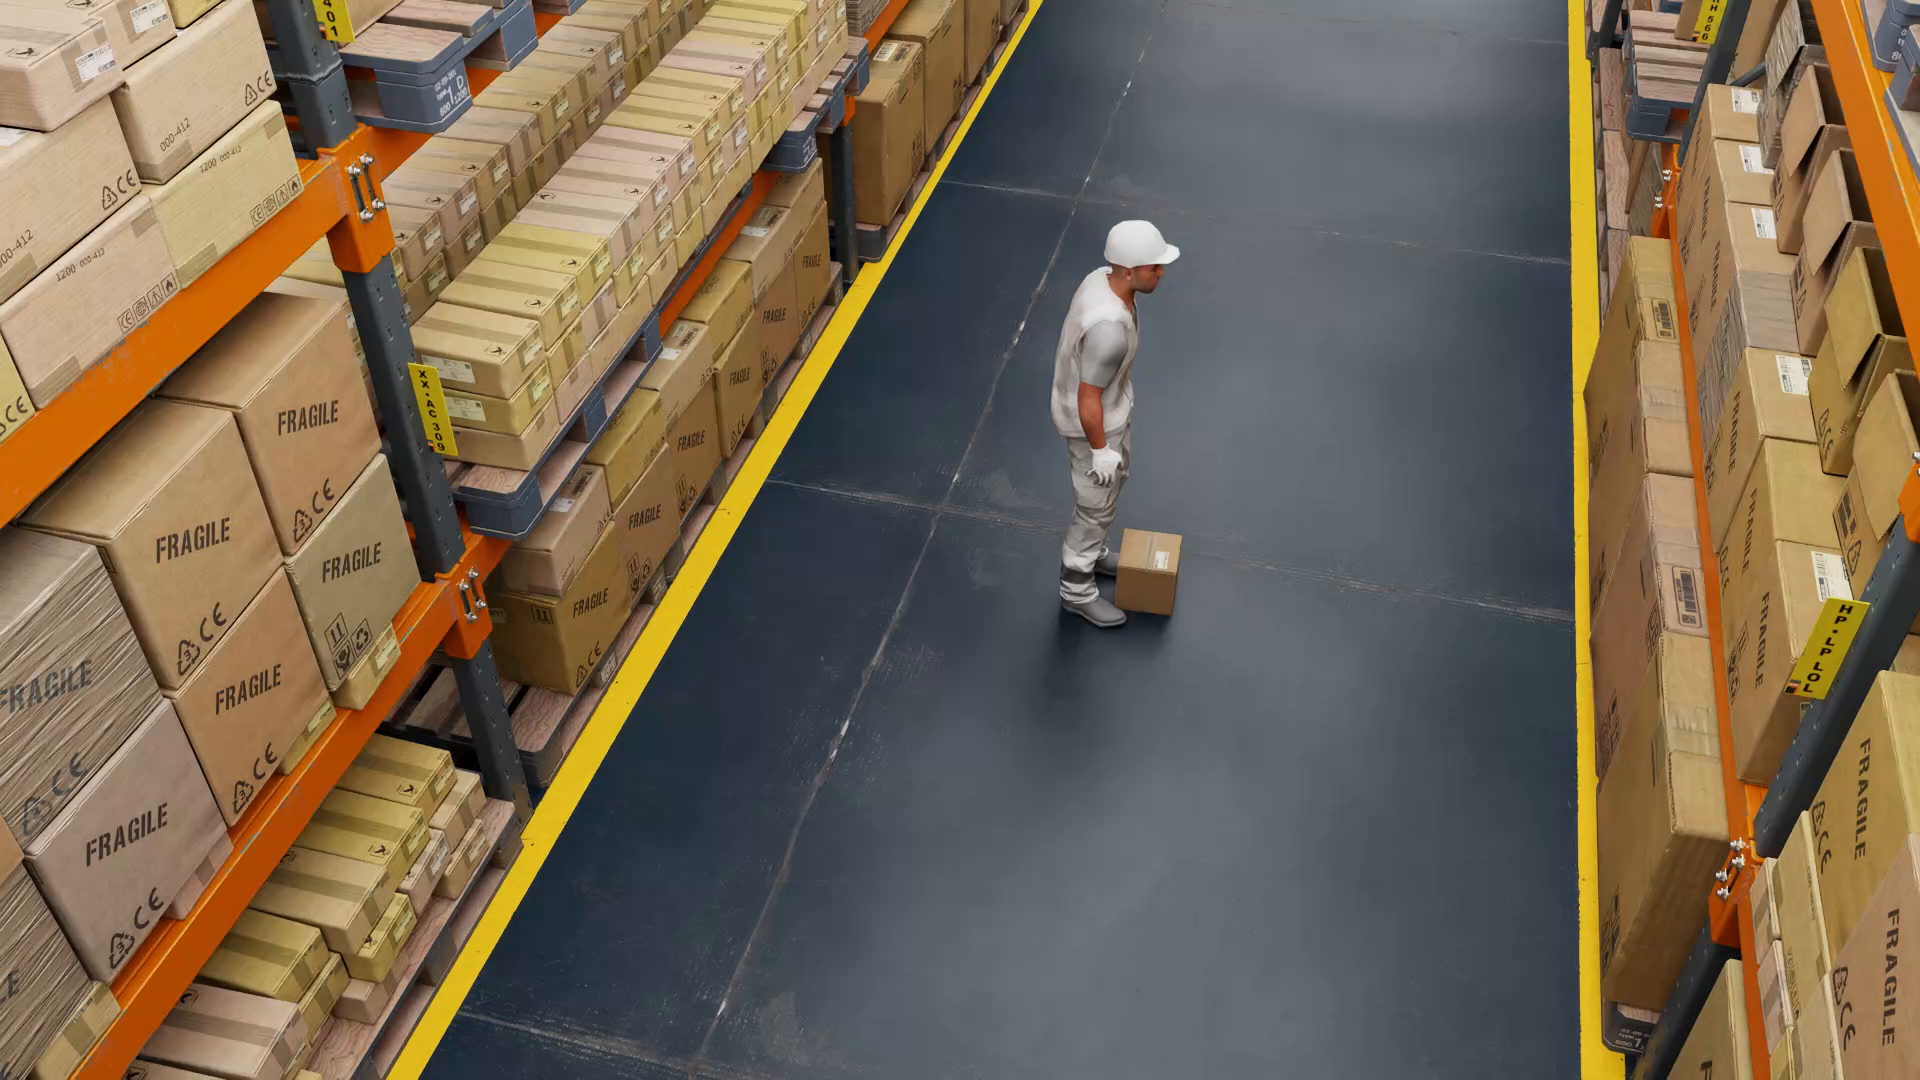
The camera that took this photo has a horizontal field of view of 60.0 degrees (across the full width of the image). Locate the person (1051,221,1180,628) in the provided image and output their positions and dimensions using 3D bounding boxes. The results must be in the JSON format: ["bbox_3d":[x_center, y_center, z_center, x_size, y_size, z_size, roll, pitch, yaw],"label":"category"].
[{"bbox_3d":[0.594,-0.490,6.717,0.449,1.779,0.619,8,41,9],"label":"person"}]
